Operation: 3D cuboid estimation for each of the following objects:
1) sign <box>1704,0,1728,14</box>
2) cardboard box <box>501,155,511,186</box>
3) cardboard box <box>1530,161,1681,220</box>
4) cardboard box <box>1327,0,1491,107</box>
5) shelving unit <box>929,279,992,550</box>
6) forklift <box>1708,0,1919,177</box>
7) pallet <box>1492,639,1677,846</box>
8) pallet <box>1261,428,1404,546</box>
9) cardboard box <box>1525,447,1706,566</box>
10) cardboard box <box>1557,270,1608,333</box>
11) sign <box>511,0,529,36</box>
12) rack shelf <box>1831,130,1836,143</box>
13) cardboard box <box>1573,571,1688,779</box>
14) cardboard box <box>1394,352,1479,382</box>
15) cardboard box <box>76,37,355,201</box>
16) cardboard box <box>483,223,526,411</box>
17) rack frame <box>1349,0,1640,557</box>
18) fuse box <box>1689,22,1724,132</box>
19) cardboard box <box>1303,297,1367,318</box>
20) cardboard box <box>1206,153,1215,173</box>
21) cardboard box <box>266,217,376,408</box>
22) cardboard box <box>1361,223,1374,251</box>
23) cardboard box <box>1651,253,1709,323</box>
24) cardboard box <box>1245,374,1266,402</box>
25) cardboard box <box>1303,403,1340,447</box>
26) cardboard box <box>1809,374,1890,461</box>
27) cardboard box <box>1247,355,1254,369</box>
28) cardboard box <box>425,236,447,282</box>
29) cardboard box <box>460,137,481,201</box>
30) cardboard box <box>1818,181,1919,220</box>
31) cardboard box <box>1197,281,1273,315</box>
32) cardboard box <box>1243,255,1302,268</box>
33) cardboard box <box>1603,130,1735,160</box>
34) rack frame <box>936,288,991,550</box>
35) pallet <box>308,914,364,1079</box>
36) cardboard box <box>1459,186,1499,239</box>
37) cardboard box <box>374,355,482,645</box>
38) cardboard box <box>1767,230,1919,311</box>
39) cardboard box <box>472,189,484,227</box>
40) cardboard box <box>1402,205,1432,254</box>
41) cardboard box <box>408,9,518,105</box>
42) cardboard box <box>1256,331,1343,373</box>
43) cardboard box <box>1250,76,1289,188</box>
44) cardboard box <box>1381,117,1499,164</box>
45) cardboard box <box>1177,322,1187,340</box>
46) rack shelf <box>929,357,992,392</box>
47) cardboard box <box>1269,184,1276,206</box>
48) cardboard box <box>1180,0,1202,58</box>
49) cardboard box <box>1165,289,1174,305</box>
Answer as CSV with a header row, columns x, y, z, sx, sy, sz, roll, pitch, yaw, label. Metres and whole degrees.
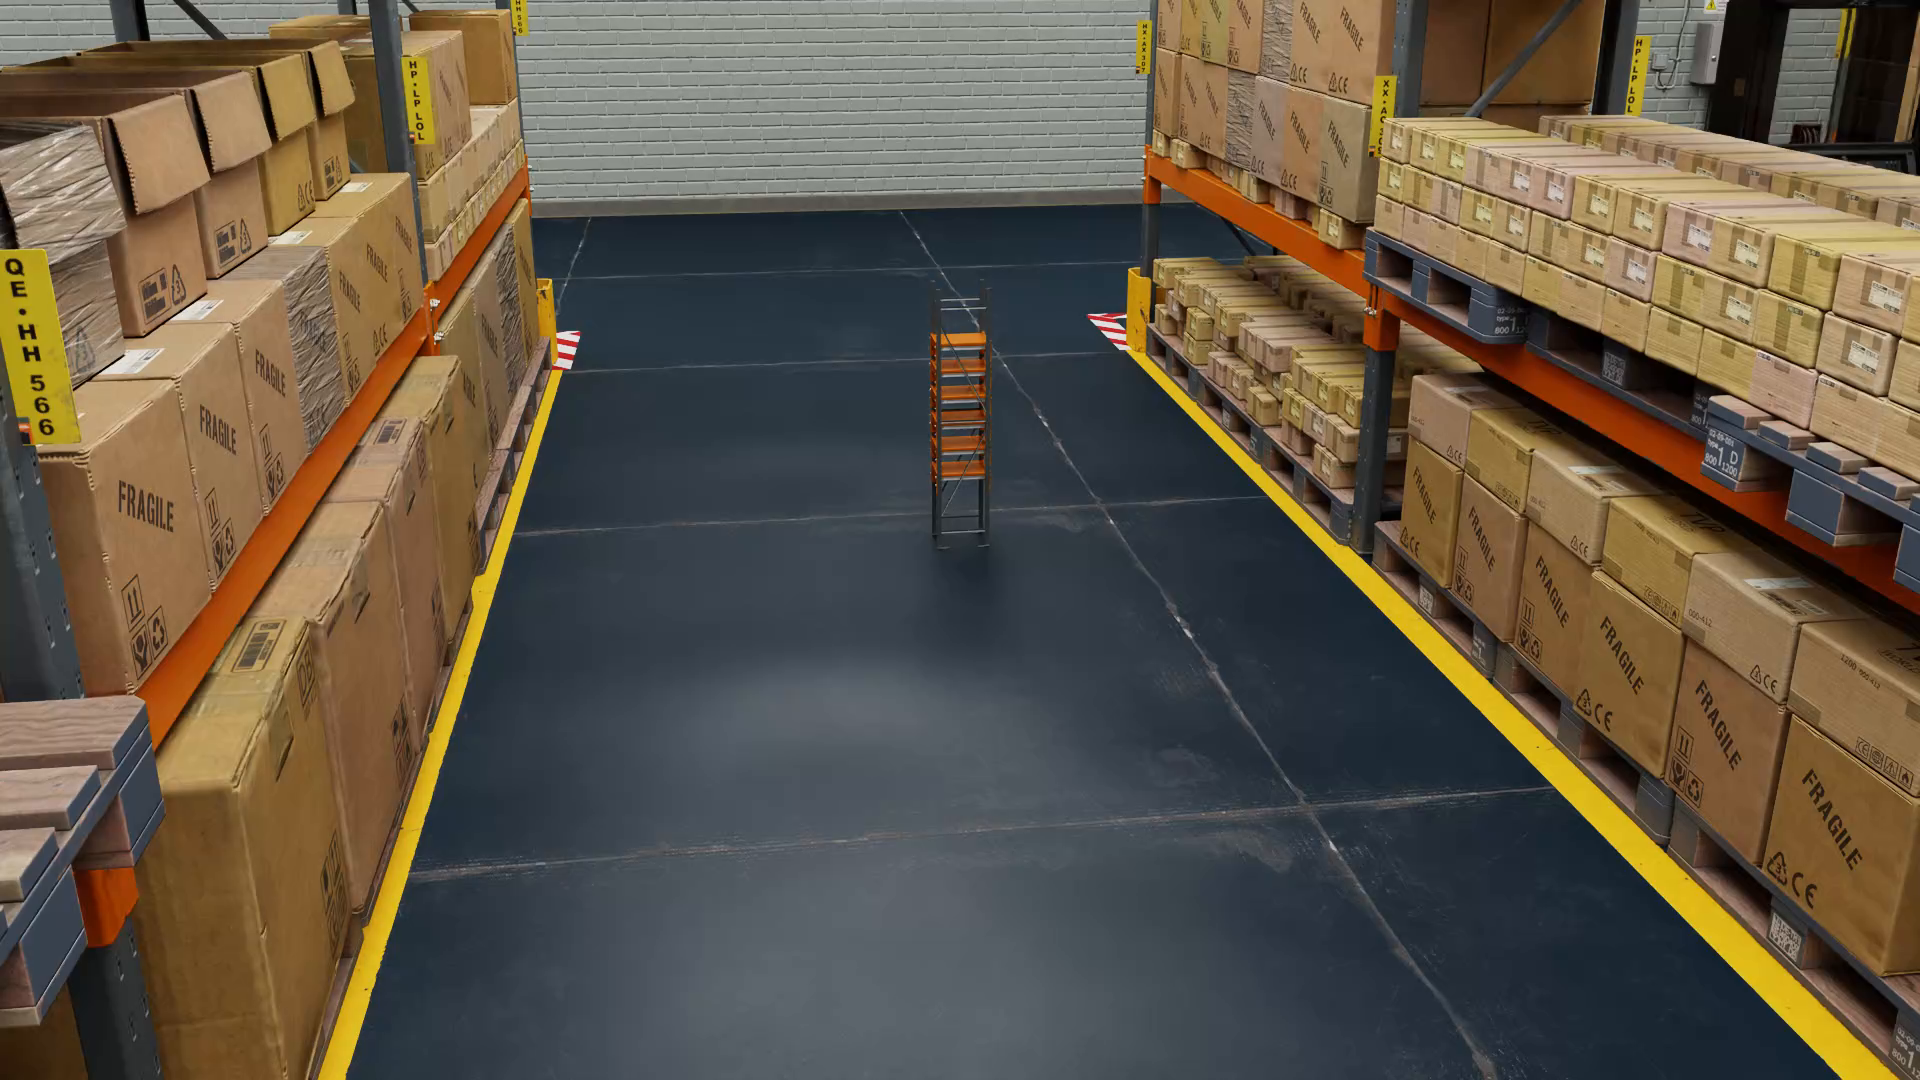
x,y,z,sx,sy,sz,roll,pitch,yaw,label
7.775,-5.509,16.999,0.339,0.242,0.001,-3,21,-8,sign
-2.724,-2.059,9.301,0.380,0.149,0.250,-3,21,-7,cardboard box
2.077,-1.128,5.358,0.380,0.149,0.250,-2,21,-6,cardboard box
1.953,-2.181,7.272,0.500,0.500,0.500,-4,21,-10,cardboard box
0.002,-0.557,7.493,0.258,1.200,0.189,-3,21,-8,shelving unit
4.480,-1.790,8.321,1.130,2.935,3.031,-2,21,-6,forklift
2.581,0.622,5.750,1.003,0.211,1.213,-3,21,-8,pallet
2.157,-0.302,8.223,1.003,0.211,1.213,-3,21,-8,pallet
2.282,-0.124,5.662,0.500,0.250,0.500,-2,21,-6,cardboard box
2.117,-0.758,5.216,0.380,0.149,0.250,-4,21,-10,cardboard box
-2.672,-3.223,10.065,0.100,0.325,0.005,-3,21,-8,sign
6.884,-2.017,9.859,1.077,0.370,4.000,-3,21,-8,rack shelf
2.348,0.405,5.317,0.500,0.500,0.500,-4,21,-10,cardboard box
2.377,-0.830,8.277,0.380,0.149,0.250,-3,21,-9,cardboard box
-2.534,-1.458,5.757,0.797,0.503,0.637,-3,21,-9,cardboard box
-2.908,-1.216,9.121,0.875,0.875,0.875,-3,21,-8,cardboard box
2.288,-1.377,7.117,1.000,3.000,0.127,-3,21,-8,rack frame
7.859,-4.450,17.185,0.539,1.711,0.414,-3,21,-8,fuse box
2.178,-1.279,9.477,0.380,0.149,0.250,-4,21,-10,cardboard box
1.671,-2.251,9.815,0.380,0.149,0.250,-2,21,-5,cardboard box
-2.150,-0.709,5.184,0.500,0.500,0.500,-3,21,-8,cardboard box
2.016,-1.347,7.394,0.380,0.149,0.250,-3,21,-8,cardboard box
2.193,-0.715,4.678,0.380,0.149,0.250,-3,21,-8,cardboard box
1.774,-0.809,9.070,0.380,0.149,0.250,-3,21,-7,cardboard box
1.877,-0.564,7.988,0.380,0.149,0.250,-4,21,-10,cardboard box
2.305,-0.305,4.005,0.380,0.149,0.250,-3,21,-8,cardboard box
1.811,-1.023,9.218,0.380,0.149,0.250,-2,21,-5,cardboard box
-2.348,-1.164,6.904,0.380,0.149,0.250,-3,21,-8,cardboard box
-2.590,-1.759,7.927,0.500,0.250,0.500,-2,21,-6,cardboard box
2.799,-0.975,4.948,0.380,0.149,0.250,-2,21,-6,cardboard box
1.637,-1.439,9.906,0.380,0.149,0.250,-4,21,-10,cardboard box
2.039,-1.732,10.690,0.380,0.149,0.250,-3,21,-7,cardboard box
2.614,-1.423,6.149,0.380,0.149,0.250,-4,21,-9,cardboard box
0.015,-0.525,7.408,0.240,1.200,0.006,-3,21,-8,rack frame
-2.097,1.252,4.062,1.003,0.211,1.213,-3,21,-8,pallet
2.005,-1.167,5.888,0.380,0.149,0.250,-4,21,-10,cardboard box
-2.522,-0.143,6.248,1.225,0.875,0.875,-3,21,-8,cardboard box
2.269,-0.675,4.144,0.380,0.149,0.250,-2,21,-6,cardboard box
-2.535,-1.612,8.105,0.380,0.149,0.250,-3,21,-7,cardboard box
1.936,-1.201,6.404,0.380,0.149,0.250,-3,21,-7,cardboard box
-2.881,-2.812,9.676,0.500,0.500,0.500,-3,21,-7,cardboard box
1.770,-0.983,8.684,0.380,0.149,0.250,-4,21,-10,cardboard box
1.795,-2.069,8.400,0.500,0.500,0.500,-3,21,-8,cardboard box
1.890,-1.576,6.556,0.380,0.149,0.250,-2,21,-5,cardboard box
1.589,-1.339,10.490,0.380,0.149,0.250,-3,21,-8,cardboard box
0.002,-0.740,7.424,0.258,0.103,0.180,-3,21,-8,rack shelf
1.826,-1.800,8.607,0.380,0.149,0.250,-3,21,-9,cardboard box
1.593,-3.074,9.661,0.500,0.500,0.500,-2,21,-6,cardboard box
1.533,-1.569,10.678,0.380,0.149,0.250,-2,21,-5,cardboard box
